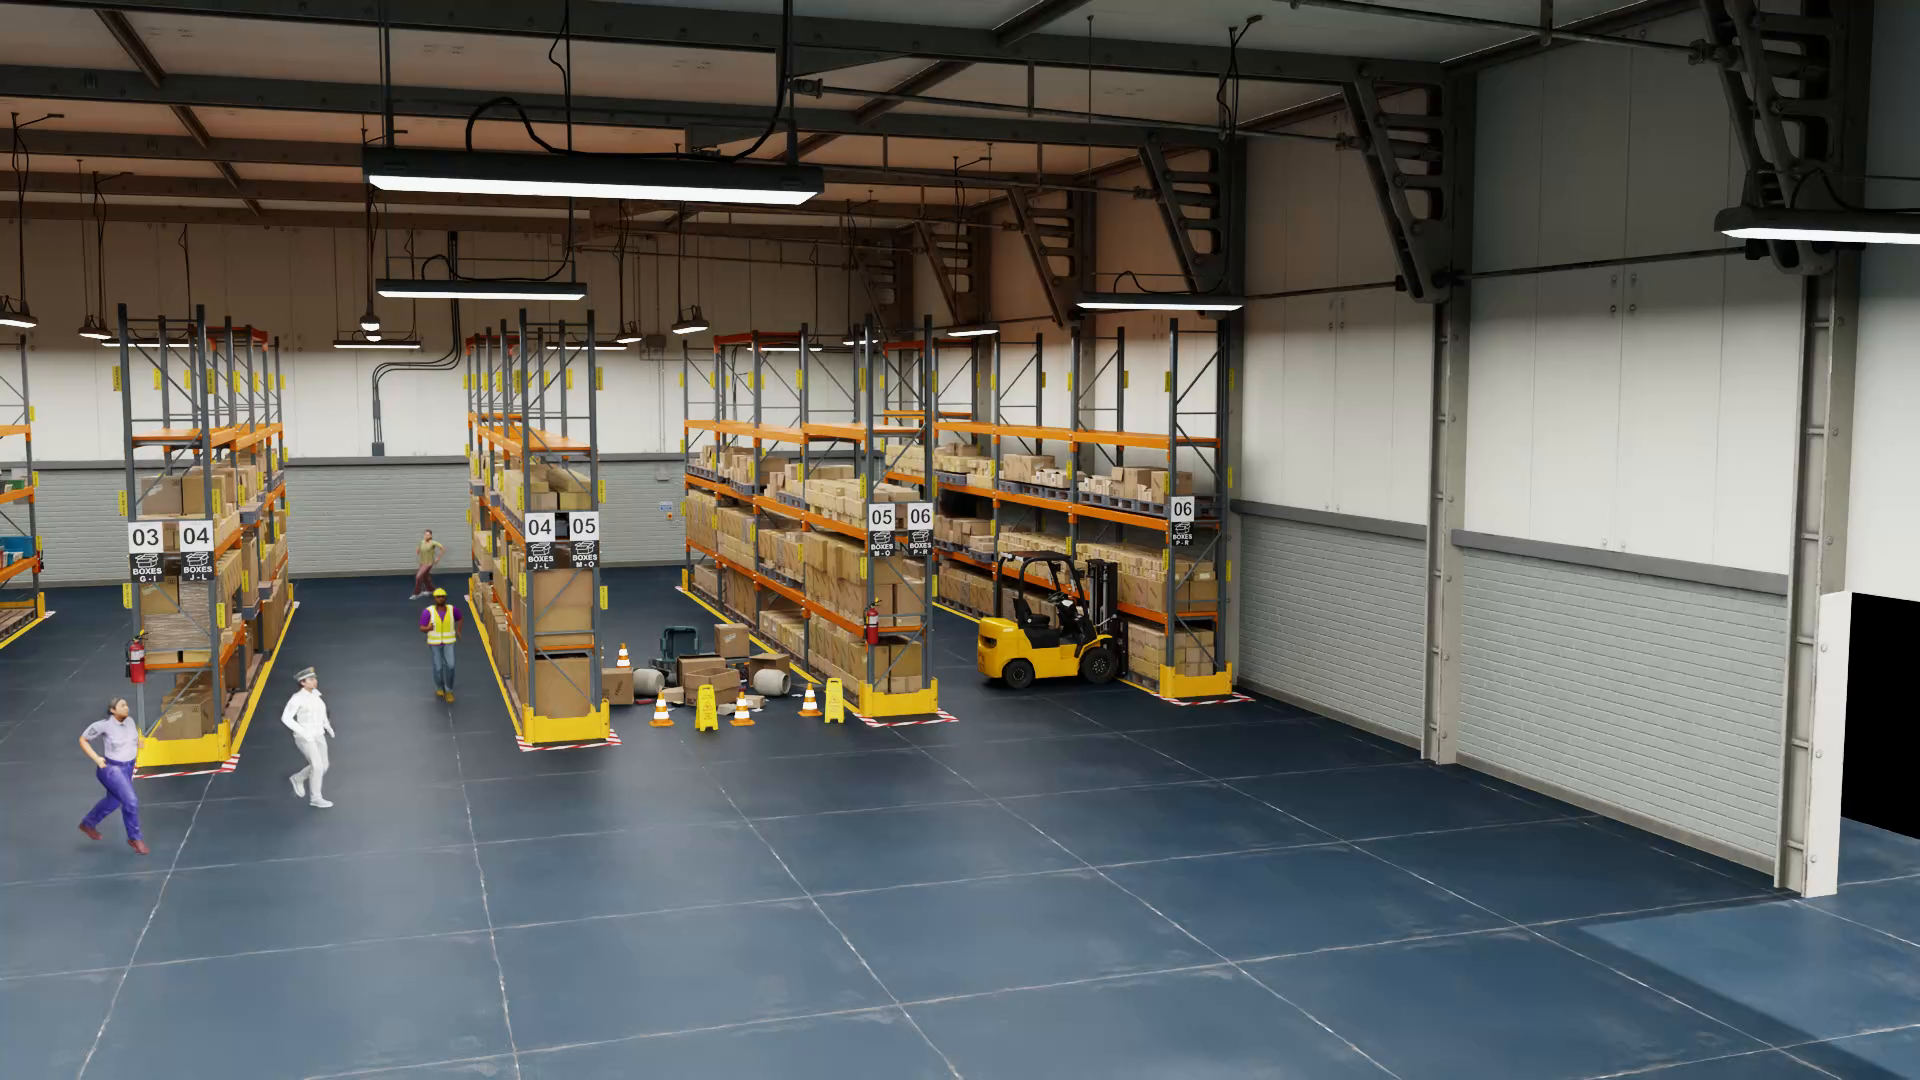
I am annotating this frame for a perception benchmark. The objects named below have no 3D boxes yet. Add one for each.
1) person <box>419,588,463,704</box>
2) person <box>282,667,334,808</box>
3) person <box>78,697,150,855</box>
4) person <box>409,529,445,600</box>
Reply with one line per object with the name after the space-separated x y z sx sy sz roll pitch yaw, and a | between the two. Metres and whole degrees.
-8.114 1.659 26.059 0.670 1.812 0.706 -2 6 -20 | person
-7.717 2.319 19.606 0.631 1.662 0.643 2 6 18 | person
-9.074 2.557 17.850 0.942 1.620 0.573 1 5 8 | person
-12.306 0.564 38.446 0.710 1.651 0.775 3 6 27 | person
